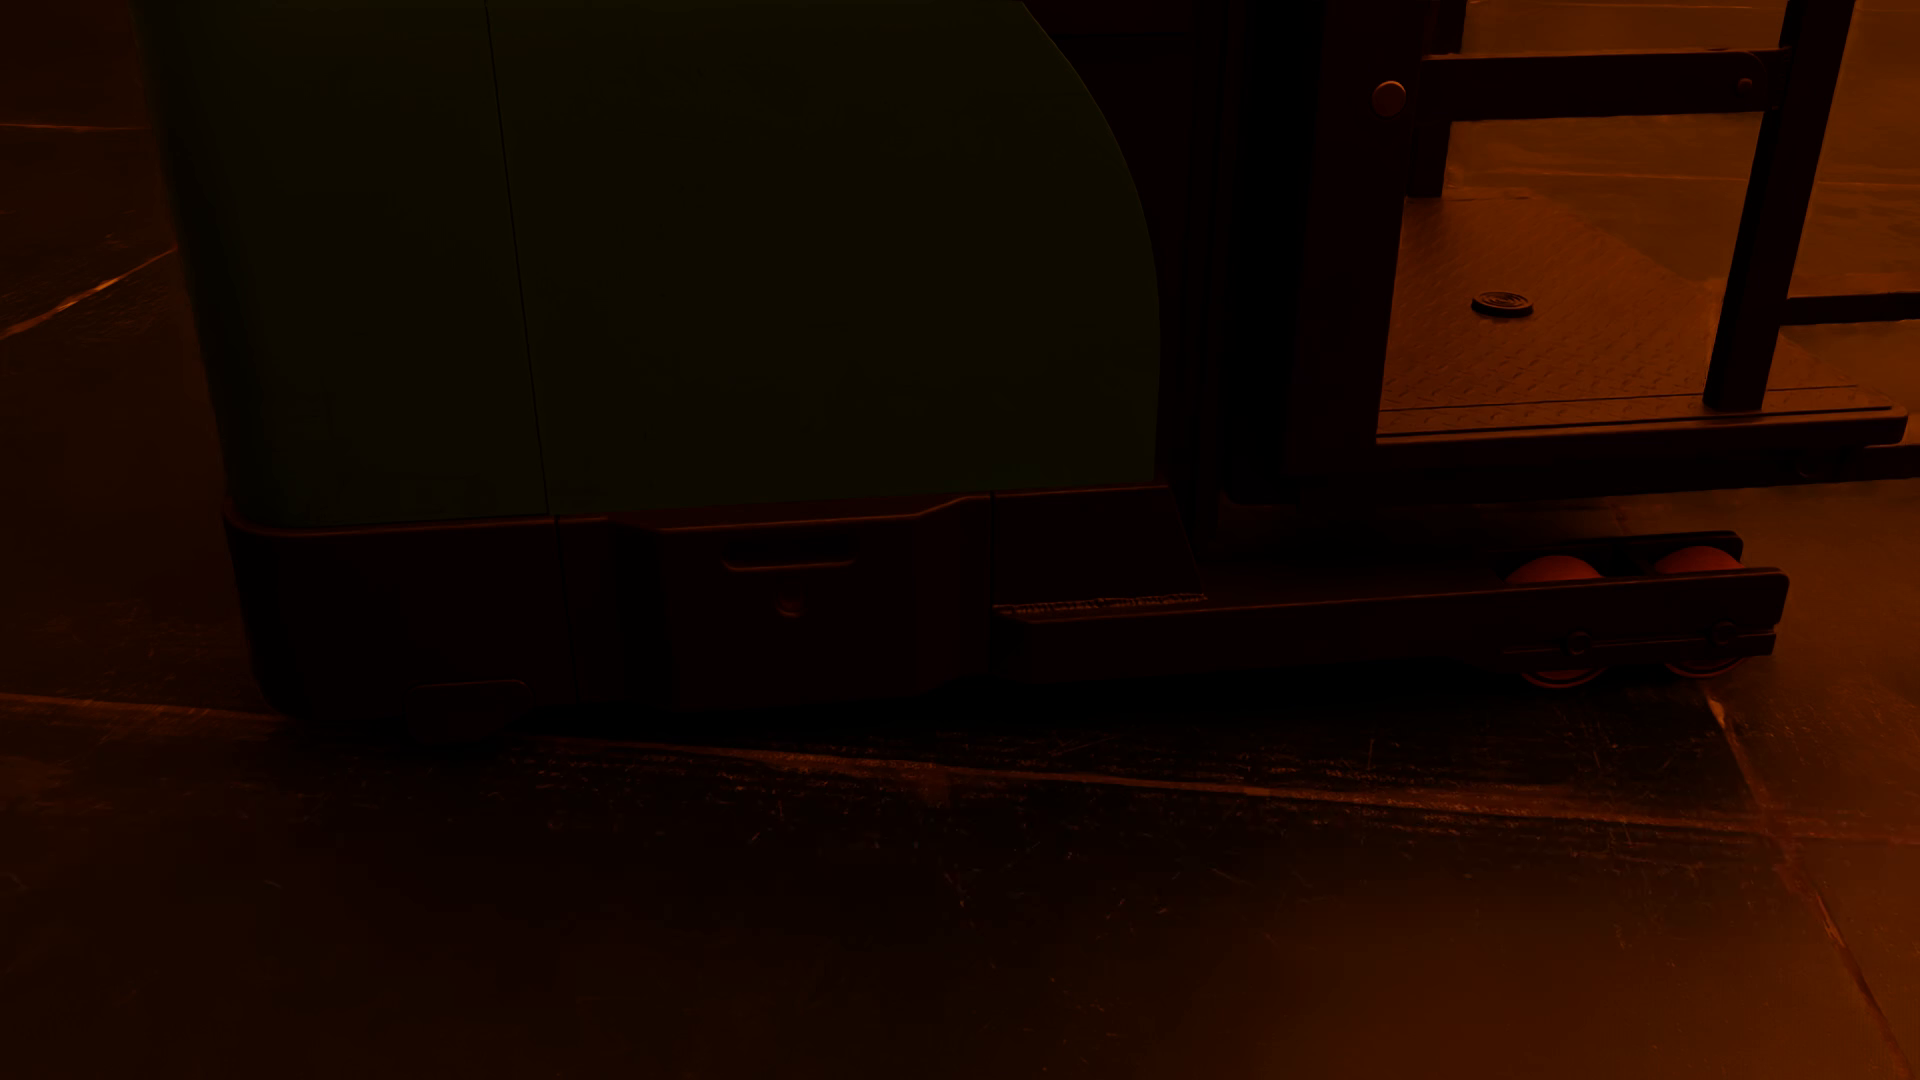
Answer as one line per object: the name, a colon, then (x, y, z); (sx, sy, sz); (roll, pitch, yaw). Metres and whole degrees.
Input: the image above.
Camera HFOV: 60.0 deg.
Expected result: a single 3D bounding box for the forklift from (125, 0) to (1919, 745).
forklift: (0.607, -1.353, 1.930); (3.031, 2.935, 1.130); (-3, 27, -7)
